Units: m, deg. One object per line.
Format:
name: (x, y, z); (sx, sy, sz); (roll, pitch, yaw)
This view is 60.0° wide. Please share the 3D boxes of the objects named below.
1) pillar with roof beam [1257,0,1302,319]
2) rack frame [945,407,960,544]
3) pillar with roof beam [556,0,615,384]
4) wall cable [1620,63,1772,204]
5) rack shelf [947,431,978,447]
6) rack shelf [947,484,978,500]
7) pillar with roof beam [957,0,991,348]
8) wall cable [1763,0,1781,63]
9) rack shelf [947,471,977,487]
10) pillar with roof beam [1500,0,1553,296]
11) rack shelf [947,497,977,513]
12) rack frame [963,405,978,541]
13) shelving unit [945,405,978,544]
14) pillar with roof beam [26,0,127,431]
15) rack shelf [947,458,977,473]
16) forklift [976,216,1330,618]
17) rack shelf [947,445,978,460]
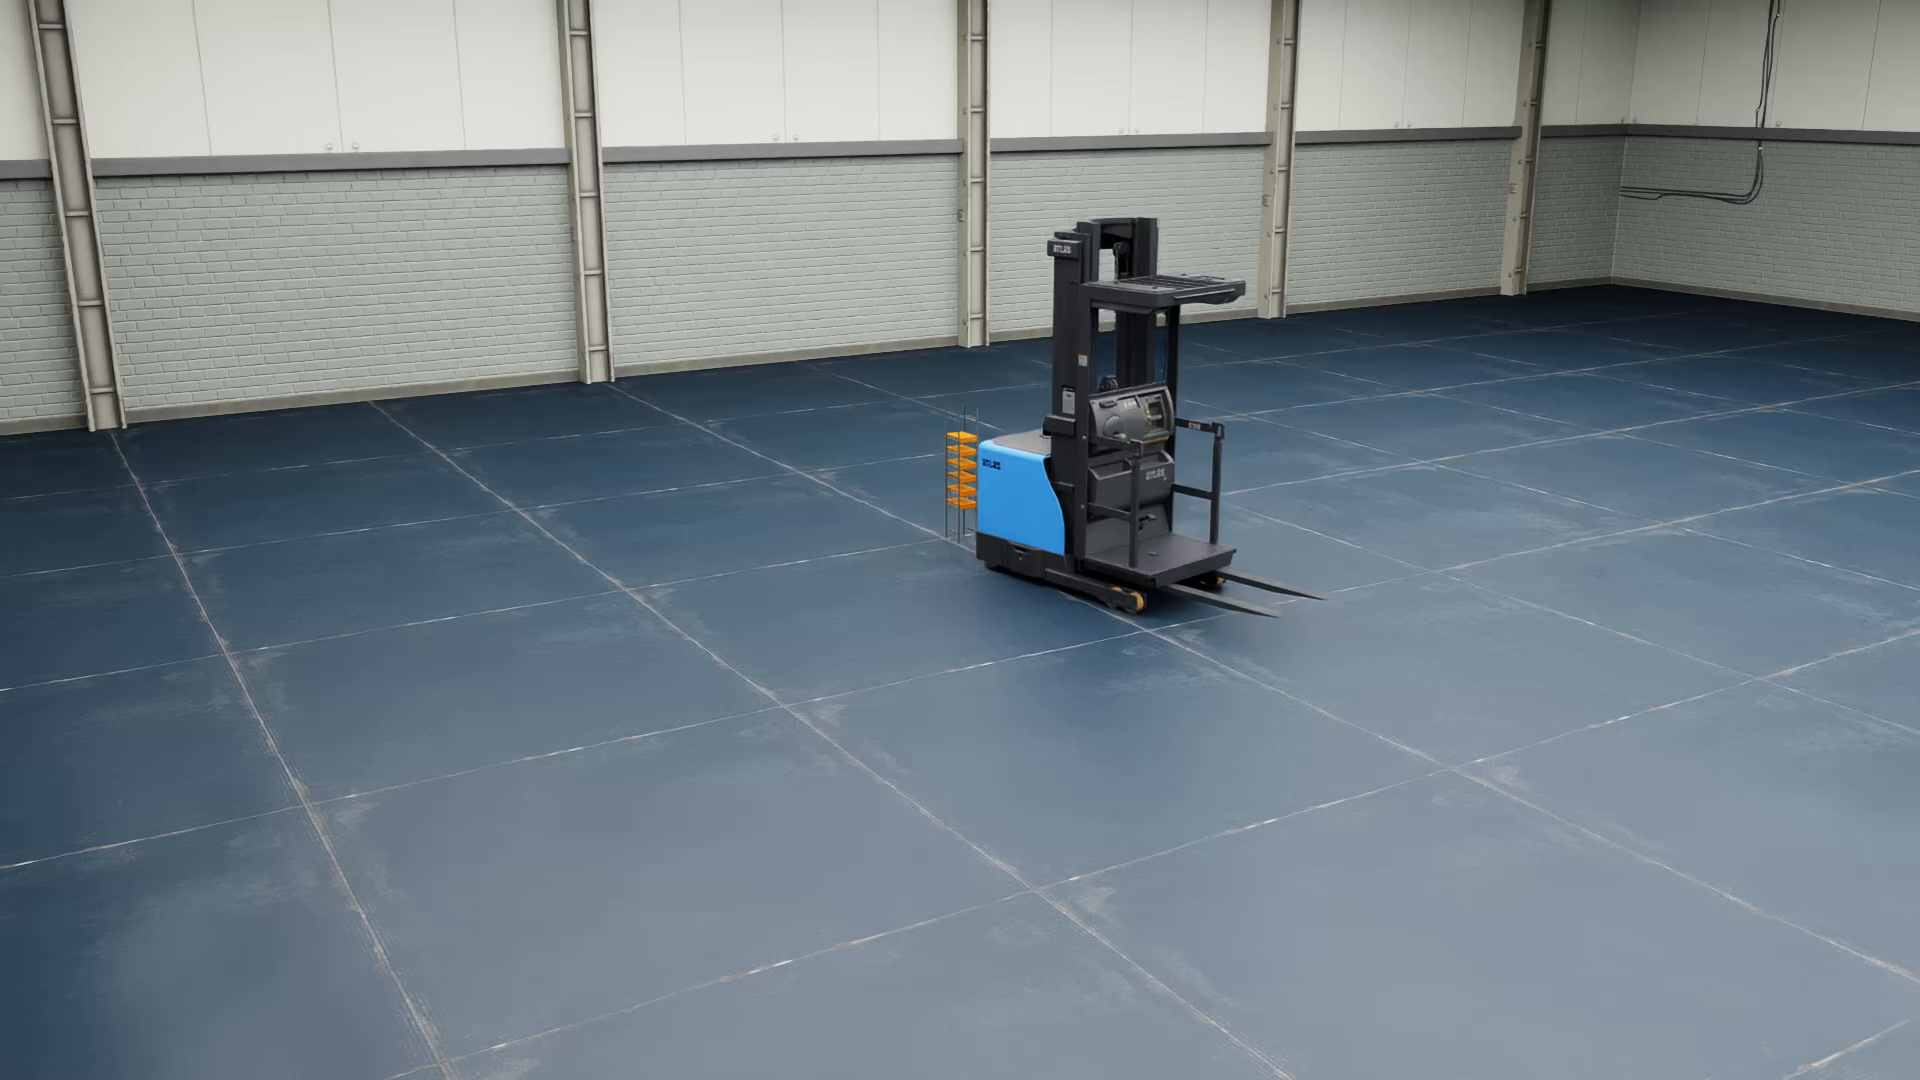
pillar with roof beam: (7.564, -7.172, 23.823); (0.400, 9.000, 9.100); (-9, 18, -30)
rack frame: (-0.066, -0.567, 14.710); (0.006, 1.200, 0.240); (-9, 18, -30)
pillar with roof beam: (-2.722, -5.504, 17.873); (0.400, 9.000, 9.100); (-9, 18, -30)
wall cable: (13.696, -7.611, 31.141); (0.112, 2.526, 3.097); (-9, 18, -30)
rack shelf: (0.012, -0.884, 14.670); (0.180, 0.103, 0.258); (-9, 18, -30)
rack shelf: (0.012, -0.421, 14.799); (0.180, 0.103, 0.258); (-9, 18, -30)
pillar with roof beam: (2.421, -6.338, 20.848); (0.400, 9.000, 9.100); (-9, 18, -30)
wall cable: (15.090, -9.416, 28.226); (0.112, 2.526, 3.097); (-9, 18, -30)
rack shelf: (0.012, -0.537, 14.767); (0.180, 0.103, 0.258); (-9, 18, -30)
pillar with roof beam: (12.707, -8.006, 26.799); (0.400, 9.000, 9.100); (-9, 18, -30)
rack shelf: (0.012, -0.306, 14.832); (0.180, 0.103, 0.258); (-9, 18, -30)
rack frame: (0.091, -0.592, 14.800); (0.006, 1.200, 0.240); (-9, 18, -30)
shelving unit: (0.012, -0.580, 14.755); (0.189, 1.200, 0.258); (-9, 18, -30)
pillar with roof beam: (-7.865, -4.670, 14.897); (0.400, 9.000, 9.100); (-9, 18, -30)
rack shelf: (0.012, -0.653, 14.735); (0.180, 0.103, 0.258); (-9, 18, -30)
forklift: (1.513, -0.997, 13.035); (1.130, 2.935, 3.031); (-14, 21, -41)
rack shelf: (0.012, -0.768, 14.702); (0.180, 0.103, 0.258); (-9, 18, -30)
